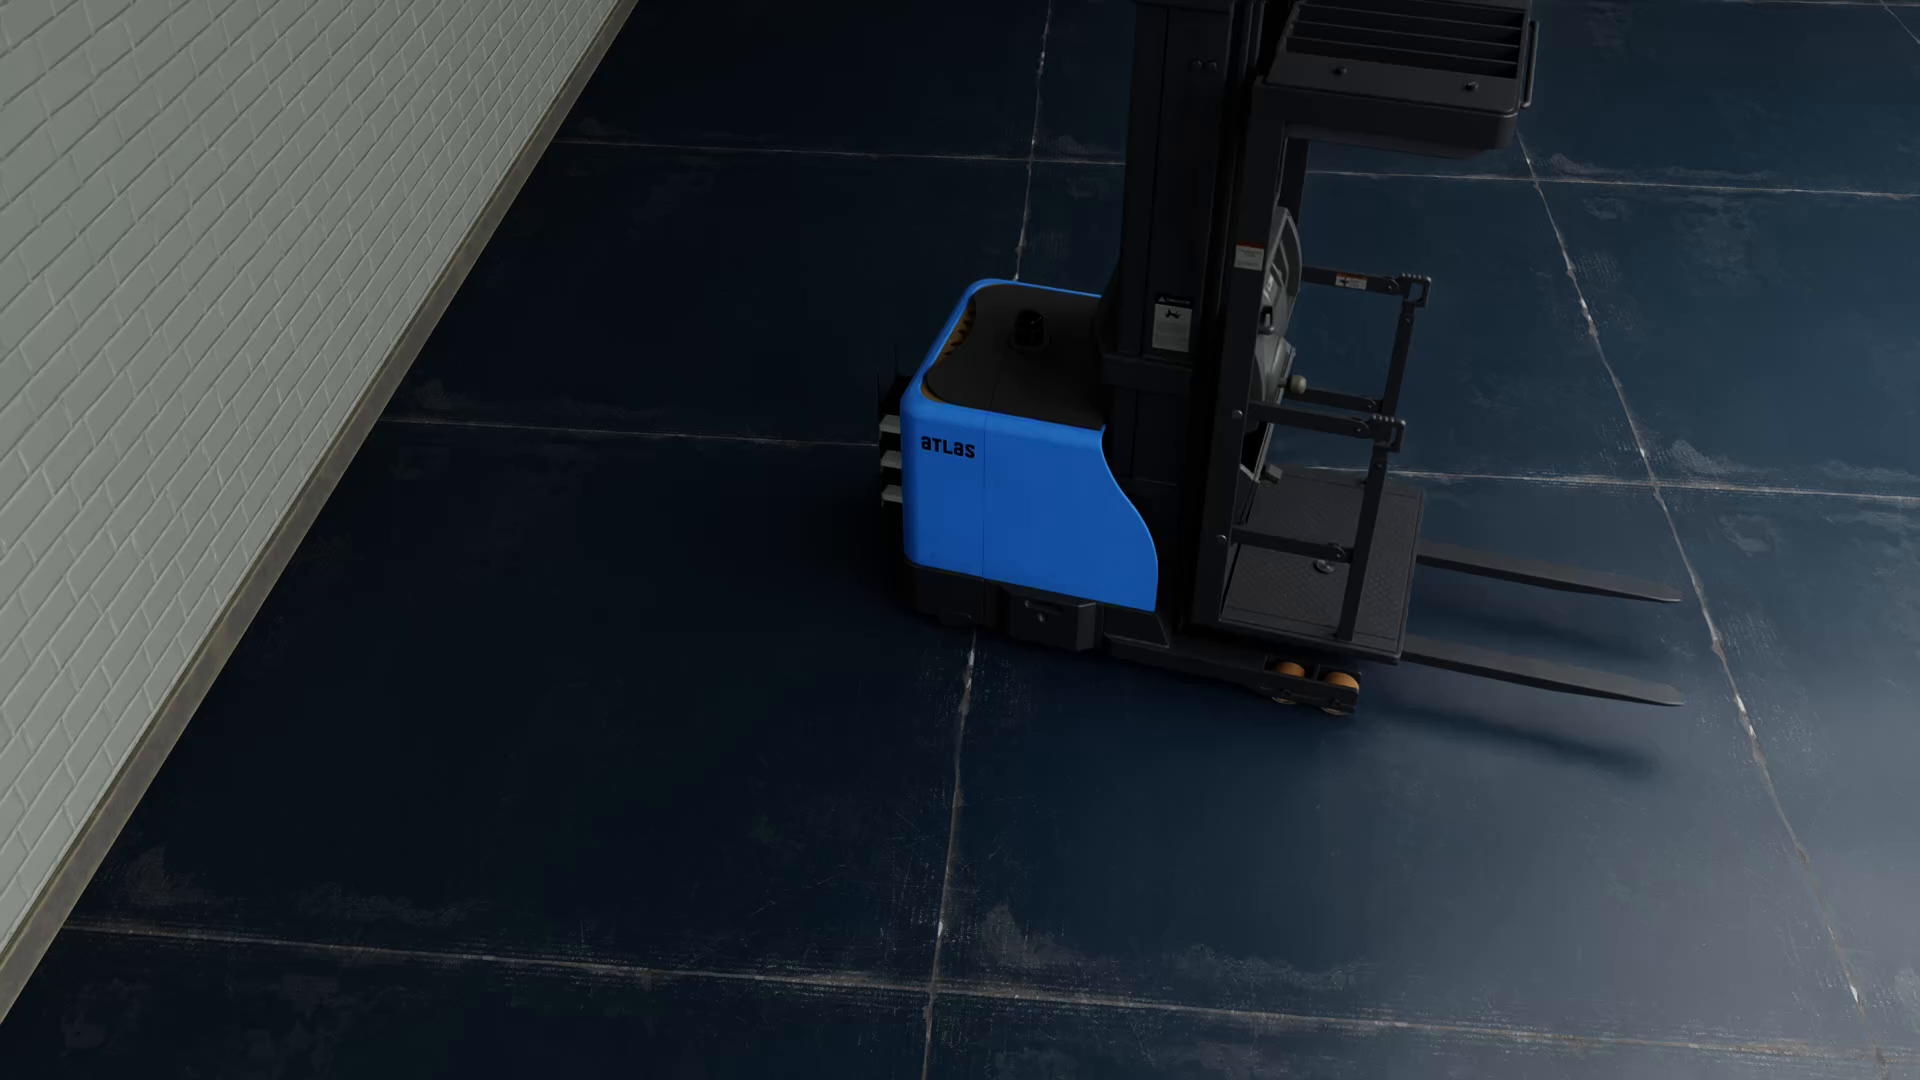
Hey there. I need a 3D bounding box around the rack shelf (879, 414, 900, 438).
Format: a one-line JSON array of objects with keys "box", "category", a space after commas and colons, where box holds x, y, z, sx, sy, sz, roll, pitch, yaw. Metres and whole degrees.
[{"box": [-0.201, -0.506, 6.926, 0.200, 0.077, 0.258, 11, 40, 13], "category": "rack shelf"}]

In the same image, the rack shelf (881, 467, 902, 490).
[{"box": [-0.201, -0.296, 7.096, 0.200, 0.077, 0.258, 11, 40, 13], "category": "rack shelf"}]

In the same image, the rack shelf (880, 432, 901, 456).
[{"box": [-0.201, -0.436, 6.983, 0.200, 0.077, 0.258, 11, 40, 13], "category": "rack shelf"}]

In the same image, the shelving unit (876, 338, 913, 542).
[{"box": [-0.201, -0.392, 7.019, 0.210, 0.900, 0.258, 11, 40, 13], "category": "shelving unit"}]

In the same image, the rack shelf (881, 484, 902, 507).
[{"box": [-0.201, -0.226, 7.153, 0.200, 0.077, 0.258, 11, 40, 13], "category": "rack shelf"}]

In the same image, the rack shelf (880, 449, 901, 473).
[{"box": [-0.201, -0.366, 7.040, 0.200, 0.077, 0.258, 11, 40, 13], "category": "rack shelf"}]

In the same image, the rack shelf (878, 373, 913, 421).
[{"box": [-0.201, -0.575, 6.869, 0.200, 0.077, 0.258, 11, 40, 13], "category": "rack shelf"}]

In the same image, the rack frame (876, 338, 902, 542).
[{"box": [-0.298, -0.411, 7.042, 0.006, 0.900, 0.240, 11, 40, 13], "category": "rack frame"}]

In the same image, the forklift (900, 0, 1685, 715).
[{"box": [1.334, -0.840, 5.960, 3.031, 2.935, 1.130, 11, 40, 13], "category": "forklift"}]
